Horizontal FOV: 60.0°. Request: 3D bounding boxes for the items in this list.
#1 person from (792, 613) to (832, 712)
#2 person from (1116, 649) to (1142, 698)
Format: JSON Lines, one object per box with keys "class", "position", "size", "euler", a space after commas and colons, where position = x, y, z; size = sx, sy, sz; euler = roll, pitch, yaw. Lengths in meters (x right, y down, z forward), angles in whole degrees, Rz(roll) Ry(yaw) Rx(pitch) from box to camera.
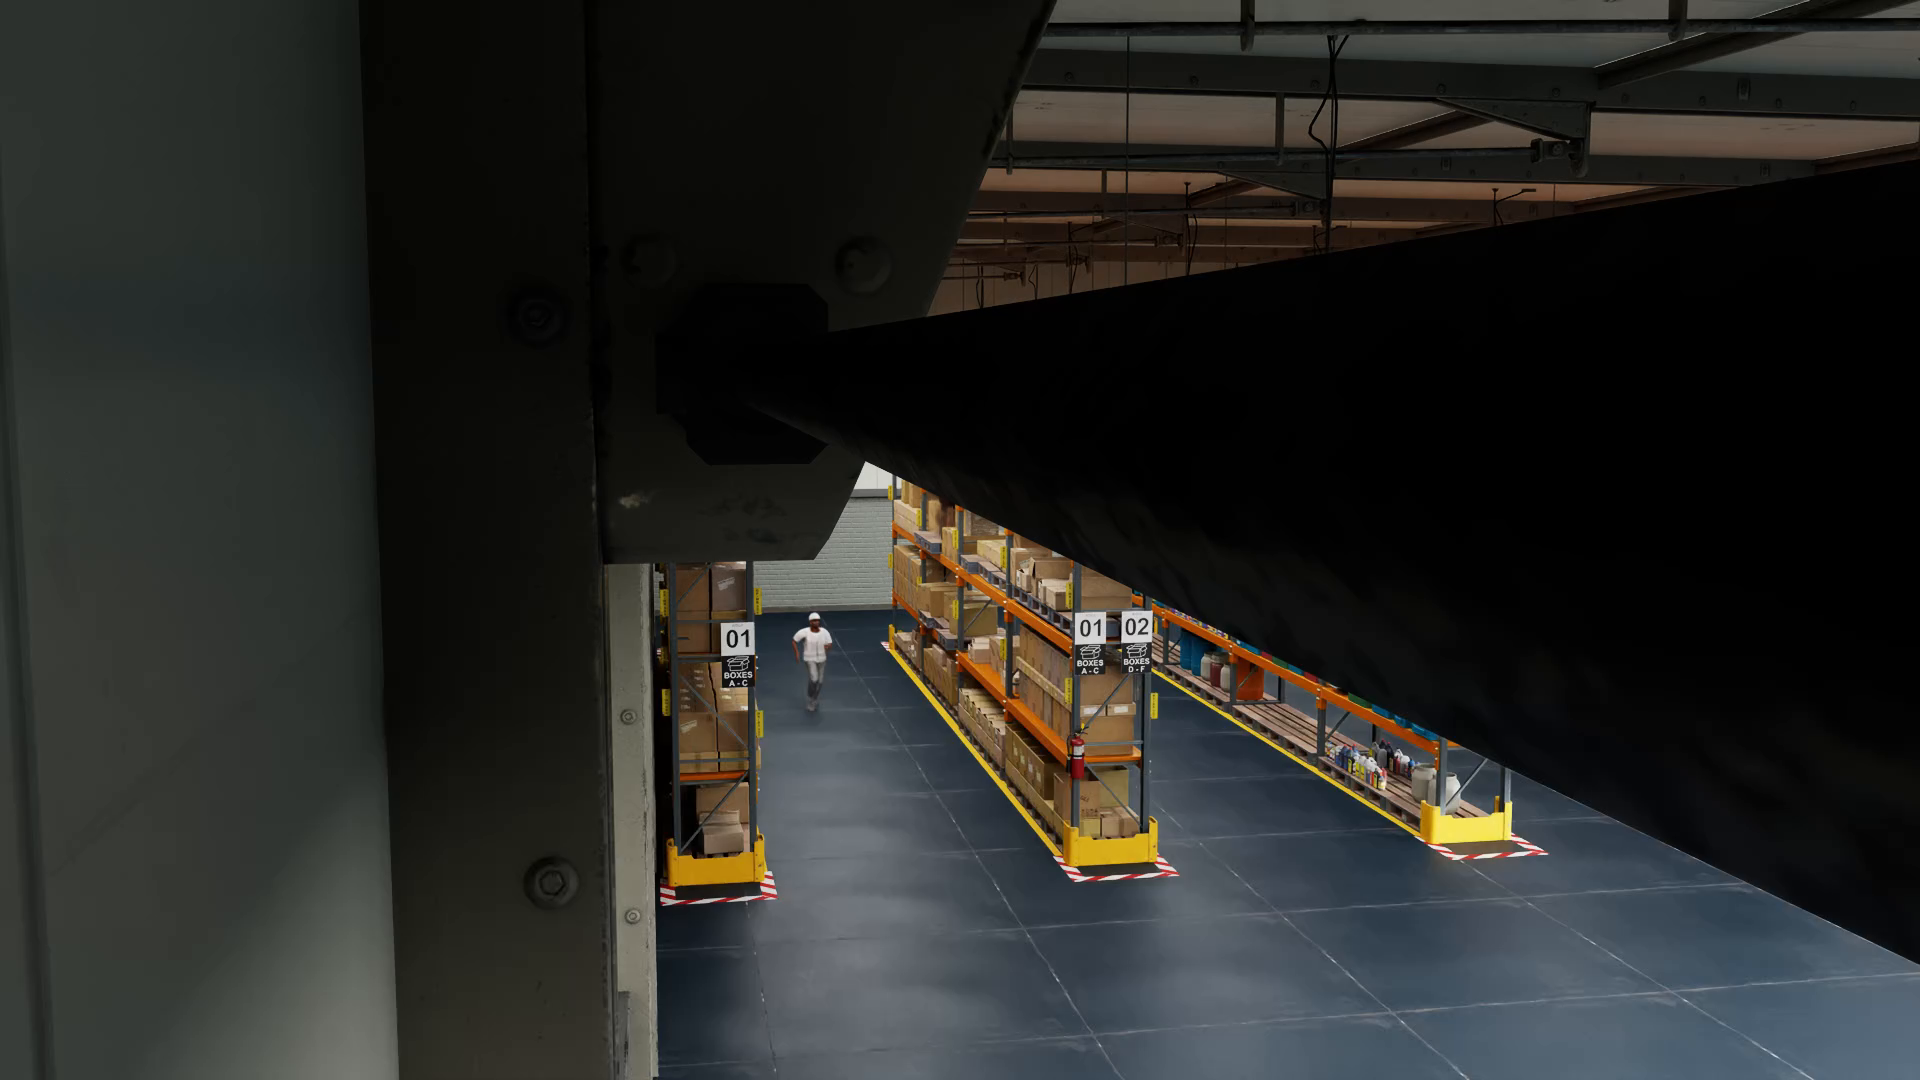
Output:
{"class": "person", "position": [-2.630, 2.208, 30.085], "size": [0.686, 1.788, 0.716], "euler": [-3, 7, -25]}
{"class": "person", "position": [2.594, 2.517, 27.248], "size": [0.714, 1.720, 0.812], "euler": [-1, 6, -13]}
